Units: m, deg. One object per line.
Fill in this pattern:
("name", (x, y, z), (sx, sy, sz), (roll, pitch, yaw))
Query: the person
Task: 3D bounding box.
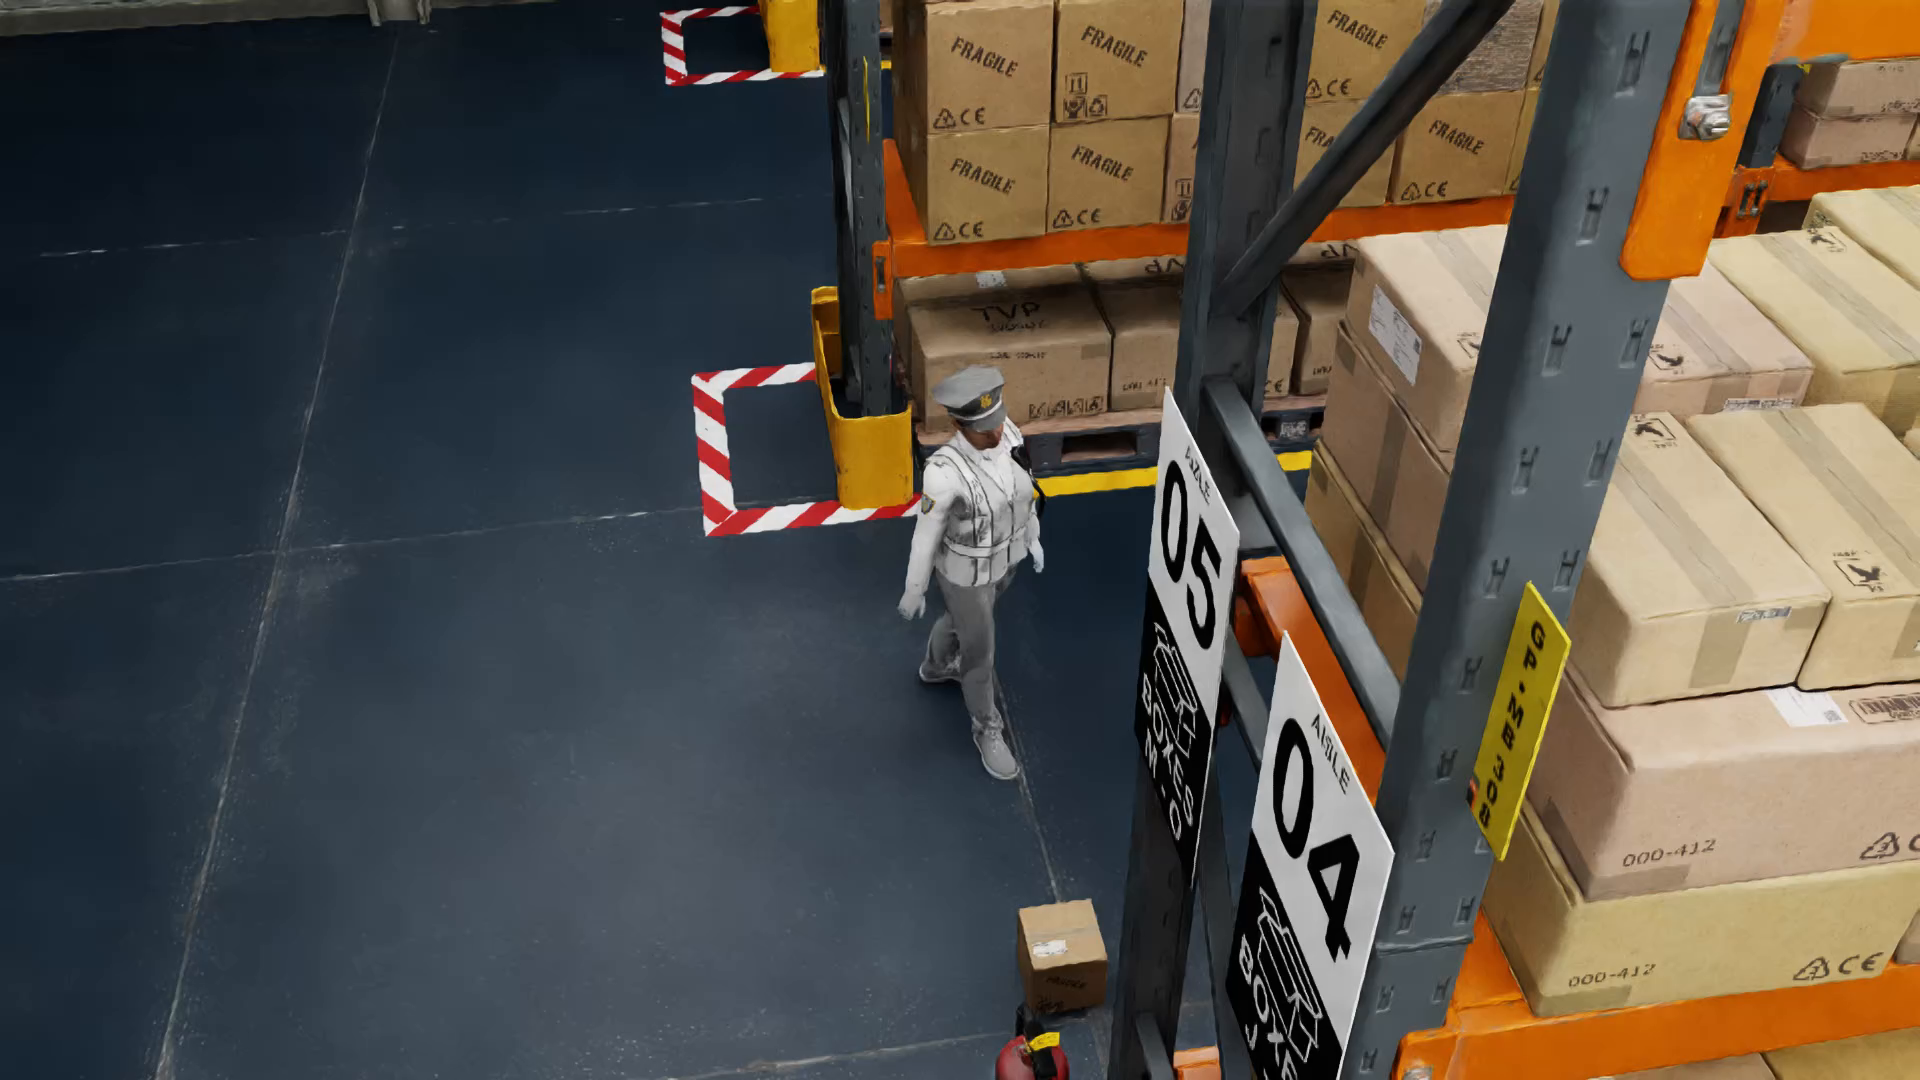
("person", (0.045, 0.077, 6.050), (0.623, 1.673, 0.574), (25, 45, 27))
